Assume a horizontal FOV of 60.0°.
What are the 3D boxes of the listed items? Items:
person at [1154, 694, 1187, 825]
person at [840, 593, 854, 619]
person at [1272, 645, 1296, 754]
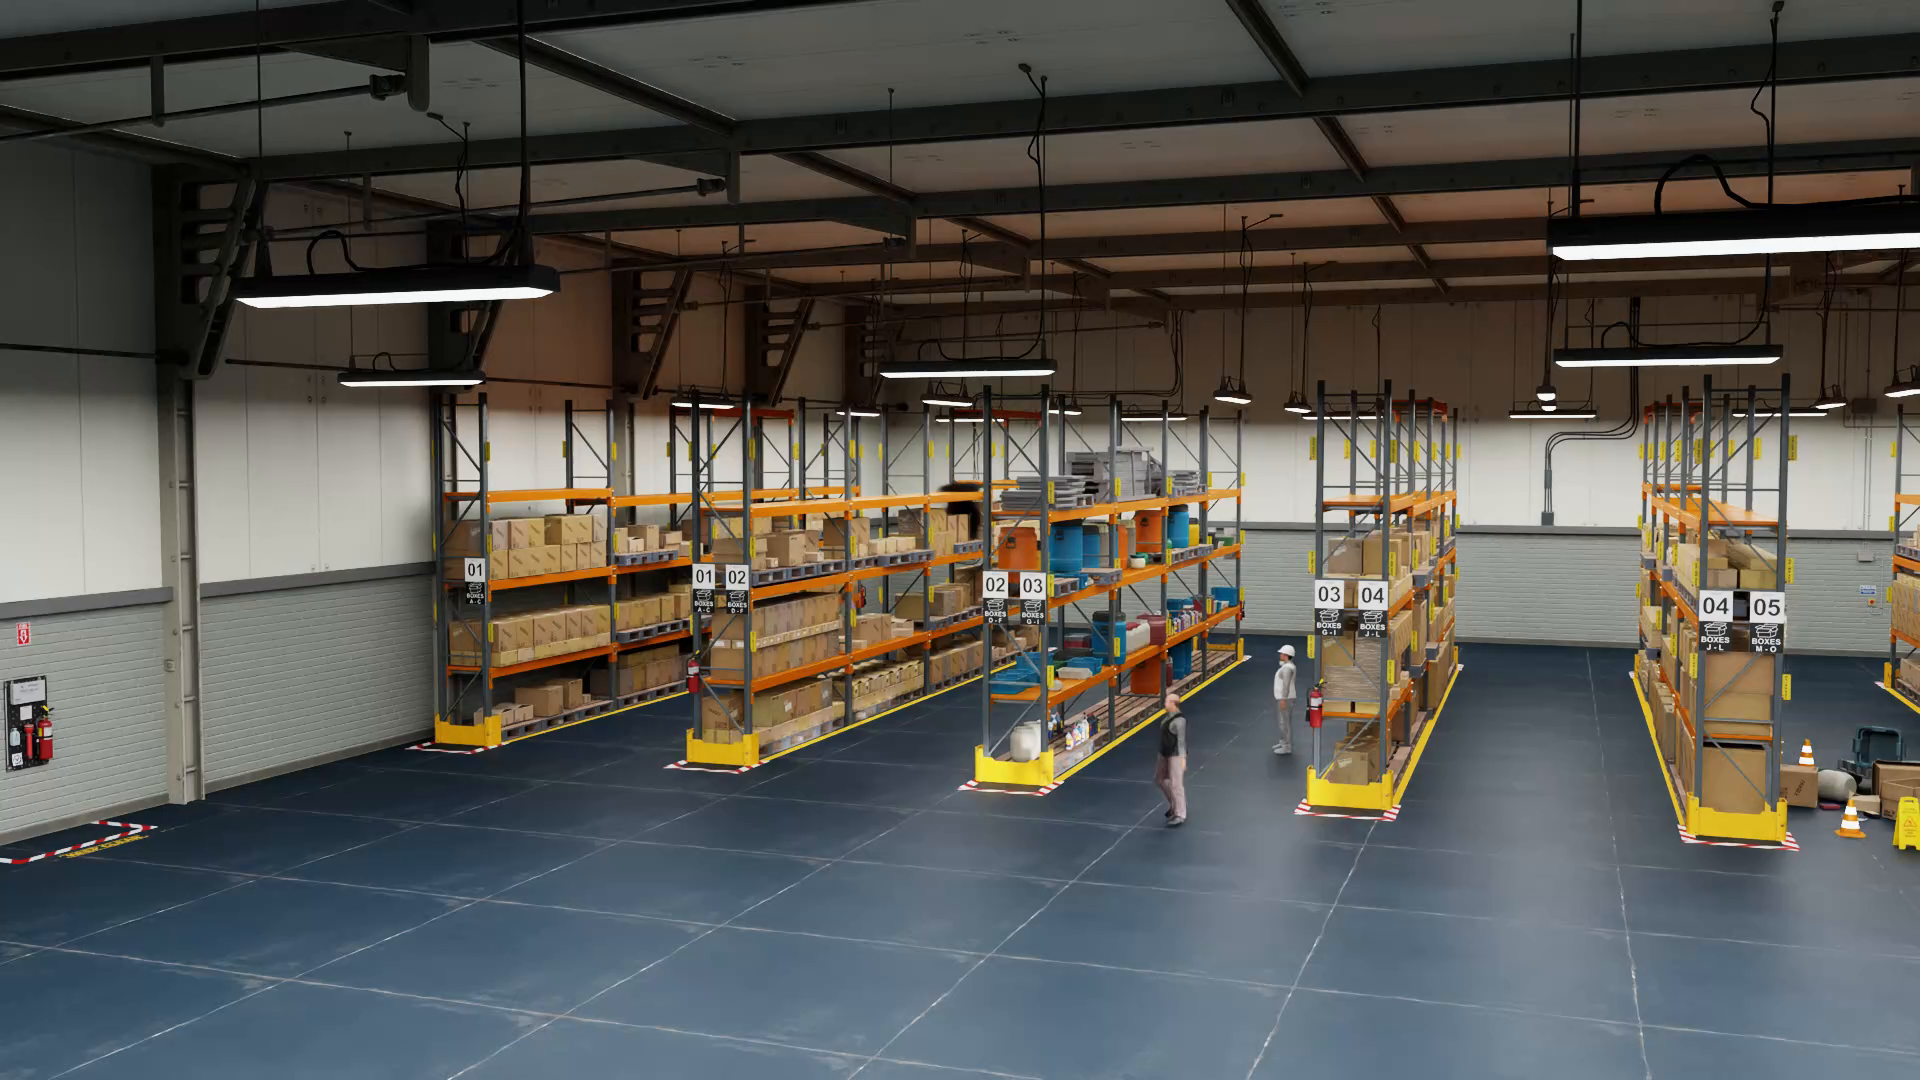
[{"bbox_3d":[2.873,2.931,22.430,0.402,1.737,0.582,-1,3,-12],"label":"person"},{"bbox_3d":[-2.527,2.028,38.320,0.477,1.609,0.395,-2,4,-31],"label":"person"},{"bbox_3d":[5.402,2.634,27.652,0.385,1.781,0.569,0,3,6],"label":"person"}]
